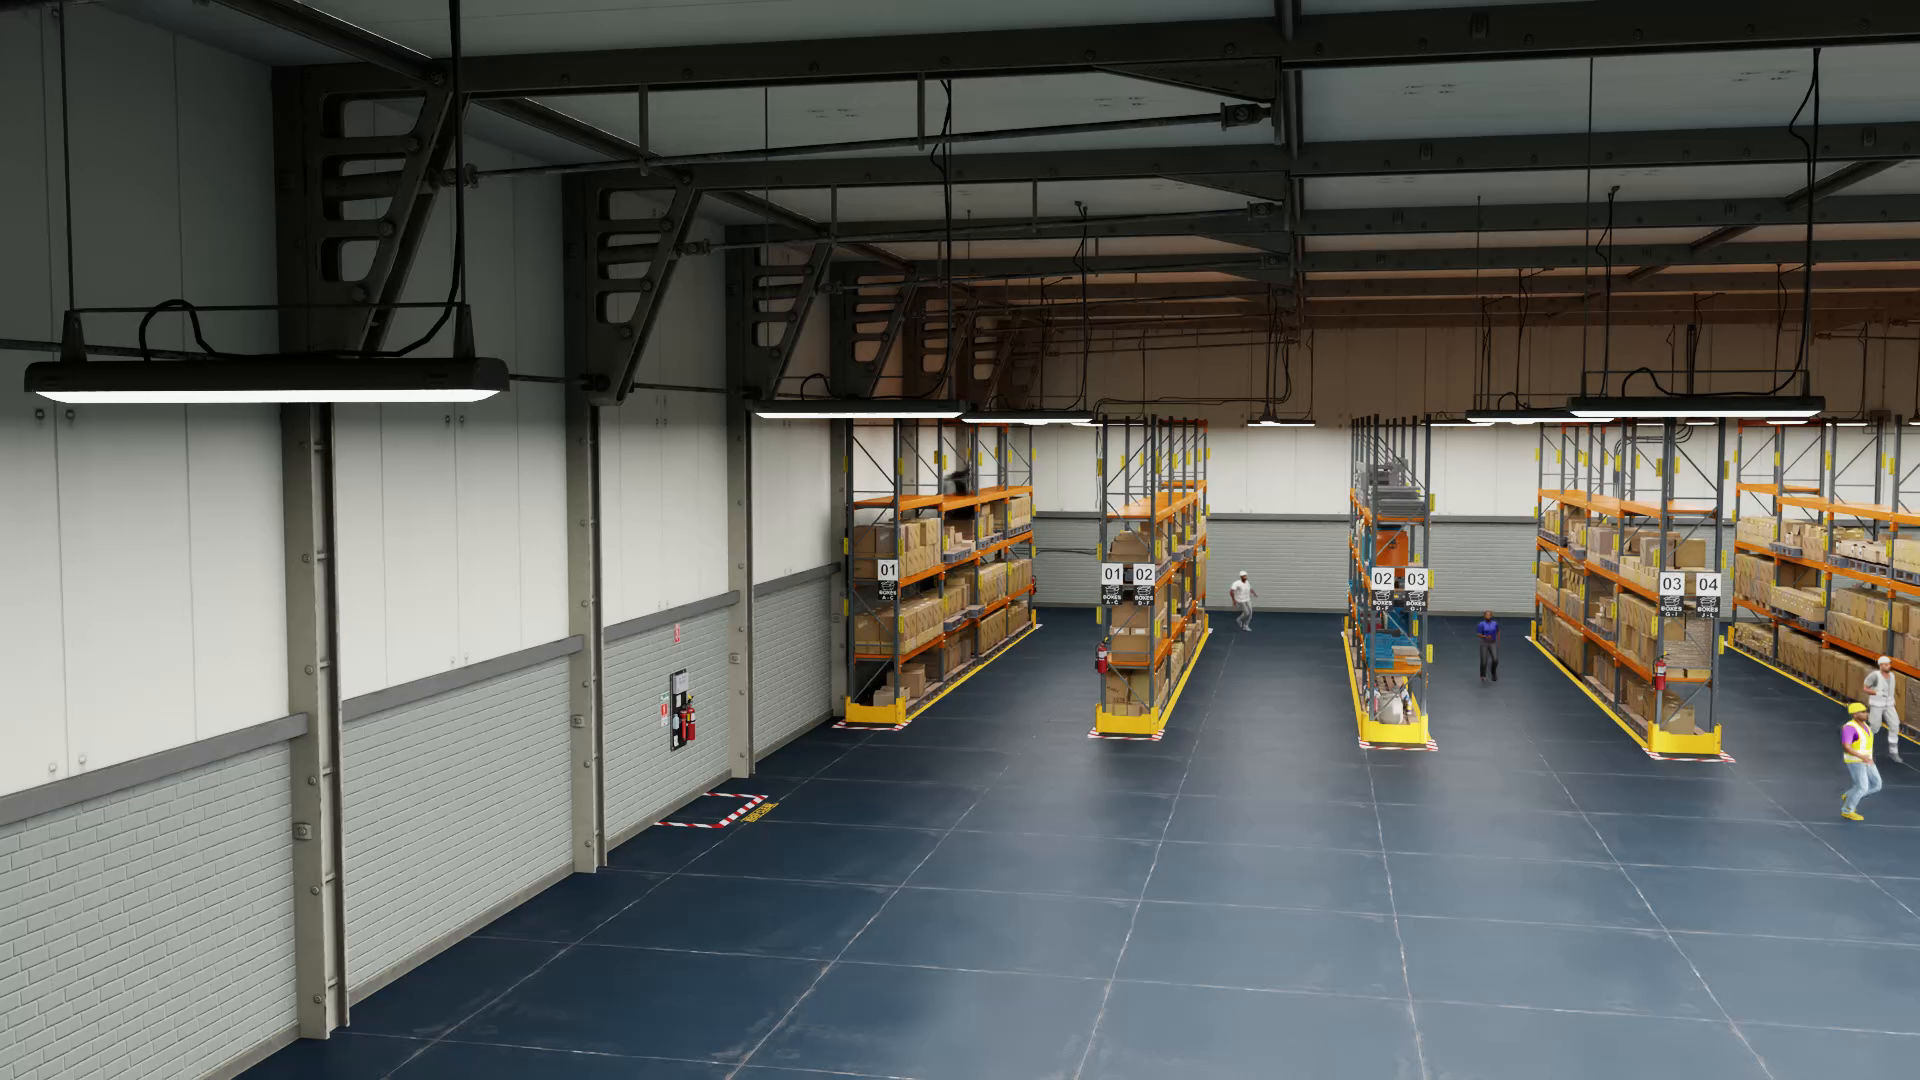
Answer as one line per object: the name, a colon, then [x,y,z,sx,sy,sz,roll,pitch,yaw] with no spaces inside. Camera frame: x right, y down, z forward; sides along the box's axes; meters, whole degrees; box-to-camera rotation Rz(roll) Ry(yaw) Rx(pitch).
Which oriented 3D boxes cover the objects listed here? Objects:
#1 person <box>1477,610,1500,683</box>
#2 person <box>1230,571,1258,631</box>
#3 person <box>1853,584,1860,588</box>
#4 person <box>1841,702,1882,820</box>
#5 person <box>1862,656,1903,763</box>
person: [11.952,2.406,37.525,0.566,1.641,0.665,0,4,2]
person: [8.030,1.733,47.163,0.831,1.719,0.585,-3,5,-34]
person: [23.917,1.967,44.324,0.877,1.605,0.538,0,4,6]
person: [13.206,3.238,24.373,0.709,1.723,0.513,-3,5,-40]
person: [16.011,2.904,28.916,0.688,1.799,0.963,0,4,-5]
